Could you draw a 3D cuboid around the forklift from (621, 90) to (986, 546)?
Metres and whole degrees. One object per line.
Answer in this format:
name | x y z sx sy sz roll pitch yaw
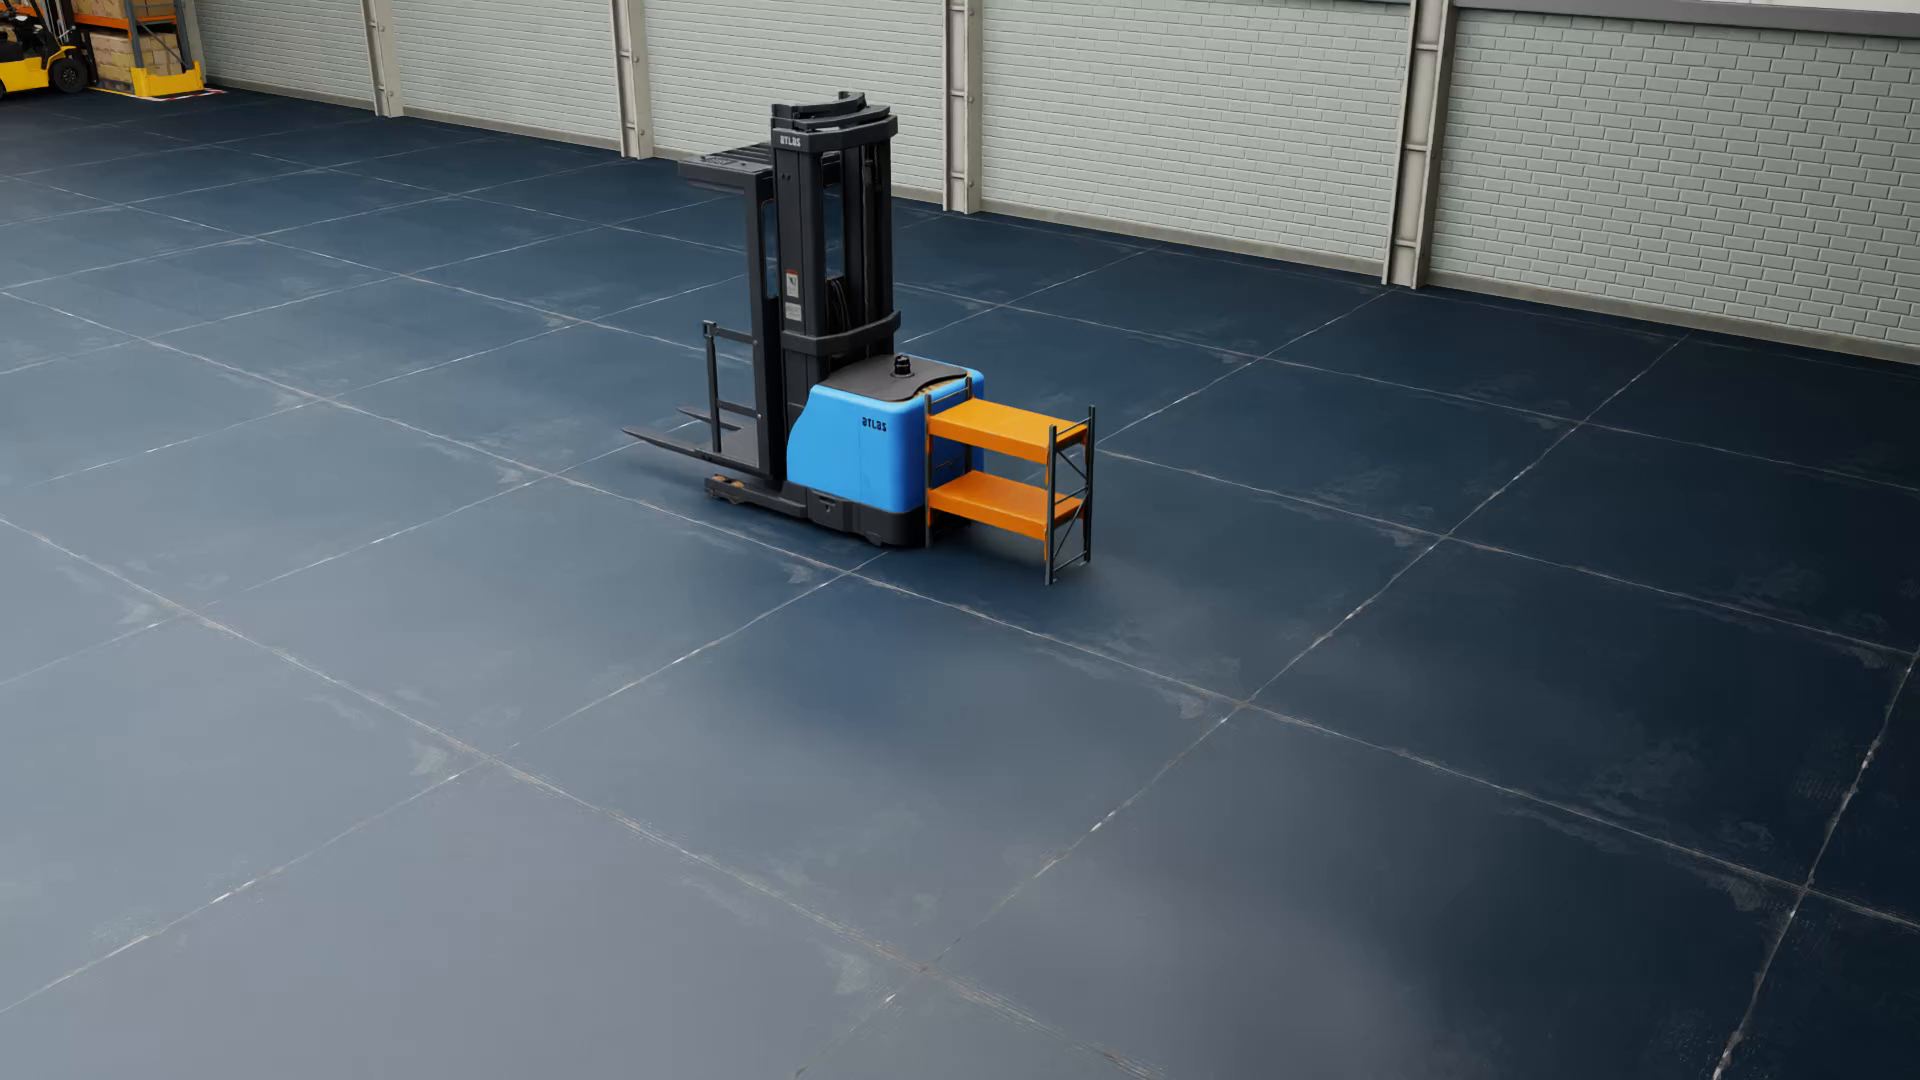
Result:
forklift | -1.291 -1.759 12.108 3.031 2.935 1.130 17 29 34

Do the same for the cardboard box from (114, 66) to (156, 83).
cardboard box | -14.923 -8.451 30.099 0.500 0.250 0.500 17 29 34

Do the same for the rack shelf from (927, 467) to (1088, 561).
rack shelf | 0.327 -0.191 11.394 1.000 0.278 0.538 17 29 34

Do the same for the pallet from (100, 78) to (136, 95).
pallet | -14.995 -8.401 30.554 1.213 0.211 1.003 17 29 33

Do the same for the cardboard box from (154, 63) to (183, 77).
cardboard box | -14.634 -8.621 30.486 0.500 0.250 0.500 17 29 34

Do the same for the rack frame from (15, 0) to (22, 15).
rack frame | -17.559 -10.473 31.799 0.127 3.000 1.000 17 29 33

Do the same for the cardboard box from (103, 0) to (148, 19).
cardboard box | -14.909 -9.585 29.661 0.500 0.500 0.500 16 28 32

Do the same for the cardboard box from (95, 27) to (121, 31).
cardboard box | -15.830 -9.444 31.114 0.500 0.250 0.500 16 28 32

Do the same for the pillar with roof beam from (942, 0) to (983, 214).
pillar with roof beam | -2.553 -6.968 16.404 0.400 9.000 9.100 17 29 33

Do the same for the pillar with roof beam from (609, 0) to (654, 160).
pillar with roof beam | -7.354 -8.419 19.697 0.400 9.000 9.100 17 29 33

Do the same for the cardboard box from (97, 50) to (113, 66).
cardboard box | -15.330 -8.810 30.293 0.500 0.250 0.500 16 29 33

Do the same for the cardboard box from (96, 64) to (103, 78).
cardboard box | -15.710 -8.698 30.660 0.500 0.250 0.500 17 29 34

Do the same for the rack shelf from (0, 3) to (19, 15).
rack shelf | -19.159 -10.627 33.041 4.000 0.370 1.077 17 29 33

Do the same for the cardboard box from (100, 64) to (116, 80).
cardboard box | -15.315 -8.574 30.379 0.500 0.250 0.500 17 29 33

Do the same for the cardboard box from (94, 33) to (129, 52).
cardboard box | -15.325 -9.029 30.172 0.500 0.250 0.500 17 29 34

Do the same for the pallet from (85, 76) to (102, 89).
pallet | -15.967 -8.696 31.224 1.213 0.211 1.003 17 29 33

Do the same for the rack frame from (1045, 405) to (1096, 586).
rack frame | 0.732 -0.290 11.014 0.032 1.125 0.500 17 29 34

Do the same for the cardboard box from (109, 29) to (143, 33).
cardboard box | -15.425 -9.318 30.828 0.500 0.250 0.500 17 29 33

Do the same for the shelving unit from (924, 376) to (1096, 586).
shelving unit | 0.327 -0.414 11.295 1.048 1.125 0.538 17 29 34

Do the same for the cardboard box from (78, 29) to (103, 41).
cardboard box | -16.136 -9.273 30.725 0.500 0.250 0.500 16 28 32

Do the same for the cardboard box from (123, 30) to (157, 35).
cardboard box | -15.031 -9.194 30.545 0.500 0.250 0.500 17 29 33

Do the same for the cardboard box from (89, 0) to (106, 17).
cardboard box | -15.319 -9.714 29.952 0.500 0.500 0.500 18 29 35

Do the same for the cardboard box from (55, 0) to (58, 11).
cardboard box | -16.527 -10.084 30.793 0.500 0.500 0.500 16 29 33

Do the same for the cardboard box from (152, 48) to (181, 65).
cardboard box | -14.609 -8.849 30.382 0.500 0.250 0.500 17 29 34

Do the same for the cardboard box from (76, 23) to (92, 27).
cardboard box | -16.634 -9.690 31.671 0.500 0.250 0.500 16 29 33

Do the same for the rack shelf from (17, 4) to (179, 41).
rack shelf | -15.958 -9.660 30.846 4.000 0.370 1.077 17 29 33

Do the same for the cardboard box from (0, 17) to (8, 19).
cardboard box | -19.741 -10.235 33.683 0.625 0.625 0.875 18 29 35

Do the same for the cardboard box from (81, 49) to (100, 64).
cardboard box | -15.755 -8.928 30.561 0.500 0.250 0.500 16 28 32

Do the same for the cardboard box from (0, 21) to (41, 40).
cardboard box | -18.599 -9.891 32.902 0.625 0.625 0.875 16 29 33

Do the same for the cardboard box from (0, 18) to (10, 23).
cardboard box | -19.202 -10.072 33.313 0.625 0.625 0.875 15 28 31

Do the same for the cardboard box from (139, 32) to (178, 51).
cardboard box | -14.629 -9.074 30.274 0.500 0.250 0.500 16 29 33

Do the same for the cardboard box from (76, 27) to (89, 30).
cardboard box | -16.552 -9.402 31.019 0.500 0.250 0.500 18 29 35

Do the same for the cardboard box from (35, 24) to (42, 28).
cardboard box | -17.360 -9.646 31.571 0.500 0.250 0.500 16 29 33

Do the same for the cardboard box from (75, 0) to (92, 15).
cardboard box | -15.729 -9.838 30.233 0.500 0.500 0.500 16 29 32

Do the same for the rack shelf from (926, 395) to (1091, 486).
rack shelf | 0.327 -0.682 11.177 1.000 0.278 0.538 17 29 34

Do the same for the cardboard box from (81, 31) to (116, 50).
cardboard box | -15.735 -9.148 30.441 0.500 0.250 0.500 17 29 34

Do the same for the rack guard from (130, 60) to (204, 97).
rack guard | -14.339 -8.356 30.094 0.348 0.500 1.175 17 29 33

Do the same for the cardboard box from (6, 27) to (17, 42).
cardboard box | -17.983 -9.701 32.471 0.625 0.625 0.875 18 30 36

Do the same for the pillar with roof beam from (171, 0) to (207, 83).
pillar with roof beam | -16.956 -11.321 26.283 0.400 9.000 9.100 17 29 33

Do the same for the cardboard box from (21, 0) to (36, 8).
cardboard box | -17.360 -10.327 31.344 0.500 0.500 0.500 16 28 32

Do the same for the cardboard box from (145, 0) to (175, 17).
cardboard box | -14.588 -9.760 30.058 0.500 0.500 0.500 18 29 35

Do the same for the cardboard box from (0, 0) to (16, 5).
cardboard box | -18.119 -10.441 31.914 0.500 0.250 0.500 18 29 34

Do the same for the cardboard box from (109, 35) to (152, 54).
cardboard box | -14.913 -8.908 29.896 0.500 0.250 0.500 18 29 35

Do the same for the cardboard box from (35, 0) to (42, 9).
cardboard box | -16.933 -10.206 31.070 0.500 0.500 0.500 17 29 34

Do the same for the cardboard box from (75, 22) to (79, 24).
cardboard box | -17.049 -9.807 31.938 0.500 0.250 0.500 17 29 34

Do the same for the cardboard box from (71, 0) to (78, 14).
cardboard box | -16.138 -9.956 30.501 0.500 0.500 0.500 17 29 34

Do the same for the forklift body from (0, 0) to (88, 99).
forklift body | -16.969 -8.987 29.479 1.214 2.155 2.313 17 29 33

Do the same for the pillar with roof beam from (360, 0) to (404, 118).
pillar with roof beam | -12.155 -9.870 22.990 0.400 9.000 9.100 17 29 33

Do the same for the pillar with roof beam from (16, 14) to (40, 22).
pillar with roof beam | -21.757 -12.772 29.576 0.400 9.000 9.100 17 29 33

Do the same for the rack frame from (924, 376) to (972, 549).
rack frame | -0.078 -0.538 11.577 0.032 1.125 0.500 17 29 34

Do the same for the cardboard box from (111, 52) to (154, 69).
cardboard box | -14.935 -8.685 30.010 0.500 0.250 0.500 16 29 33

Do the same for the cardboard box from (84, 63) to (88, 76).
cardboard box | -16.139 -8.816 30.929 0.500 0.250 0.500 18 29 35

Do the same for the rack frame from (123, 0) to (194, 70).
rack frame | -14.358 -9.505 29.603 0.127 3.000 1.000 17 29 33

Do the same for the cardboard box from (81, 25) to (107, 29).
cardboard box | -16.238 -9.563 31.384 0.500 0.250 0.500 17 29 34

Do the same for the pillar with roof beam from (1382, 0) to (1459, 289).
pillar with roof beam | 2.248 -5.517 13.111 0.400 9.000 9.100 17 29 33
